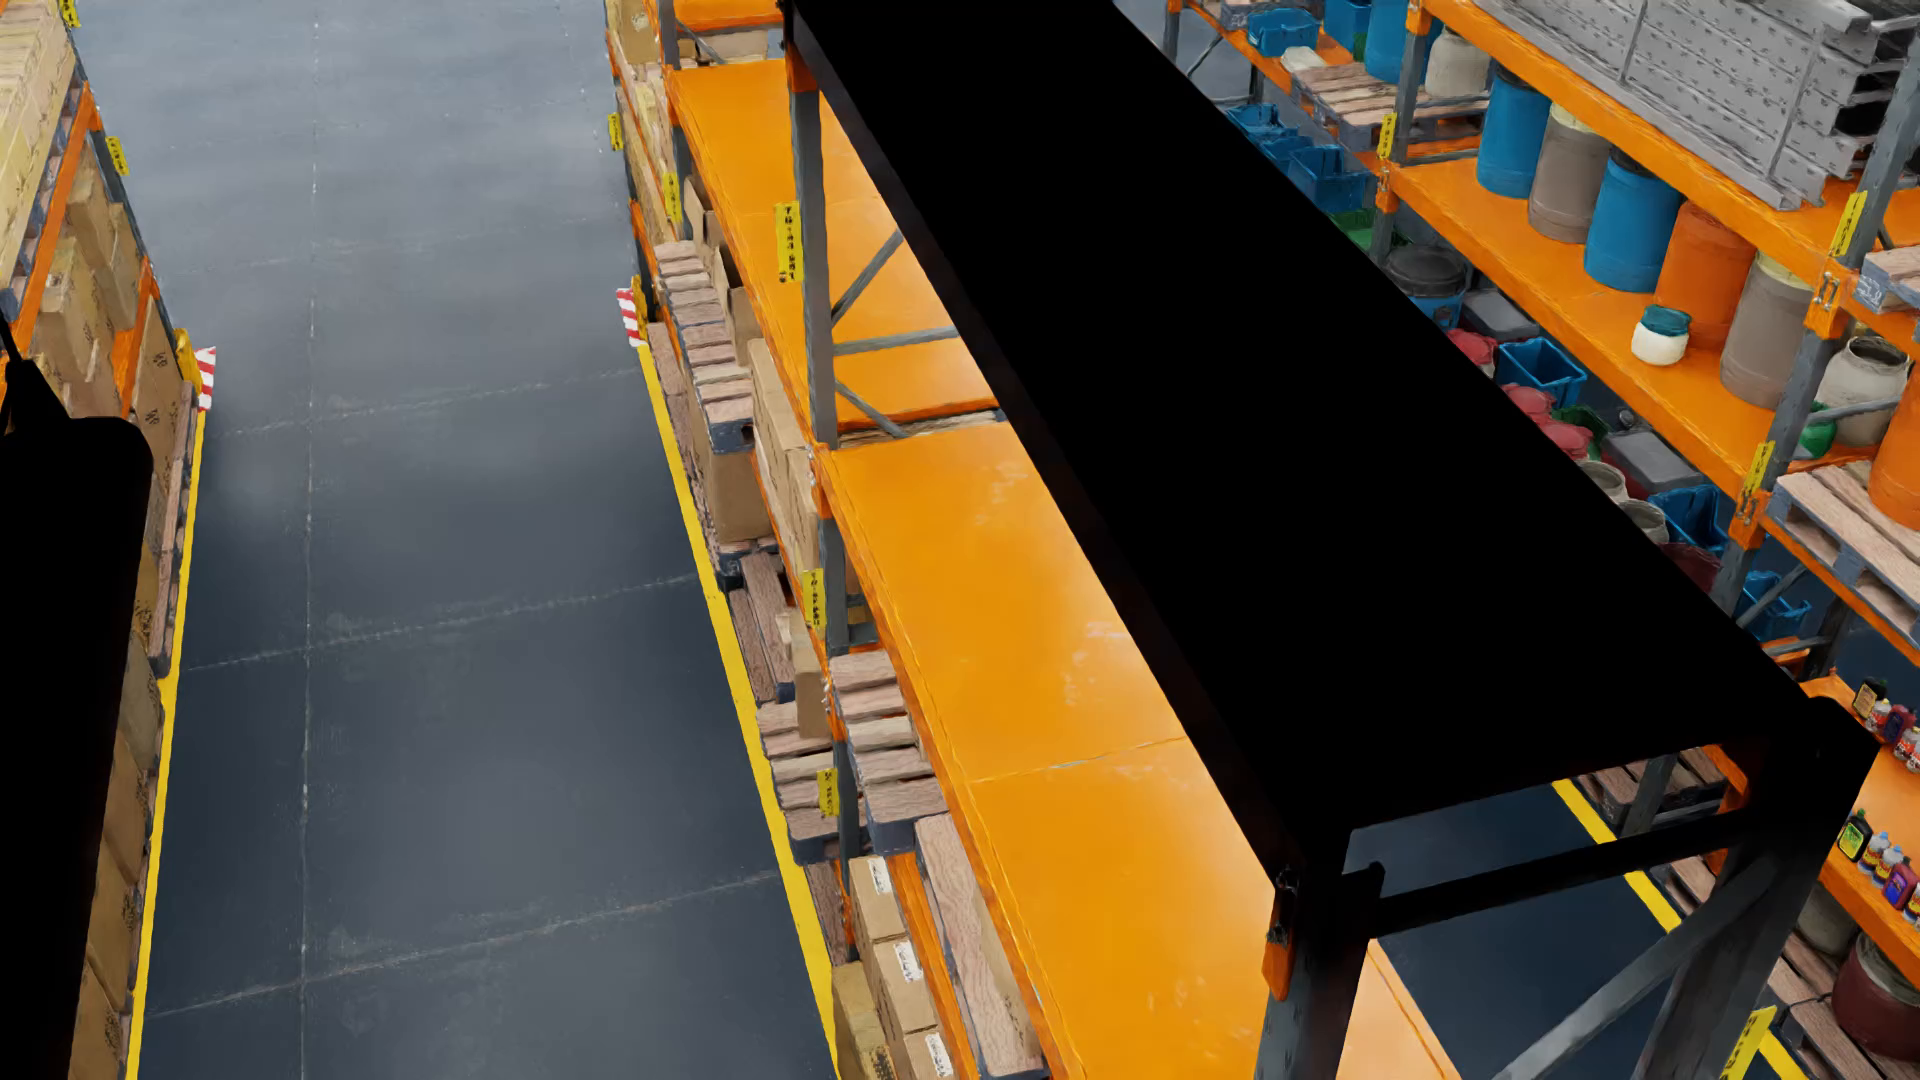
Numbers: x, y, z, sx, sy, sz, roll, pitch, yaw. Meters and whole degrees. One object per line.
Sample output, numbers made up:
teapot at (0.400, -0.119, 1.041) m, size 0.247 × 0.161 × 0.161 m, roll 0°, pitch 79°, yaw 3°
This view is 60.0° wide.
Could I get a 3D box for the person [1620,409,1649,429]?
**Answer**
person at (5.715, -1.833, 13.779) m, size 0.533 × 1.658 × 1.040 m, roll -5°, pitch 39°, yaw -6°
